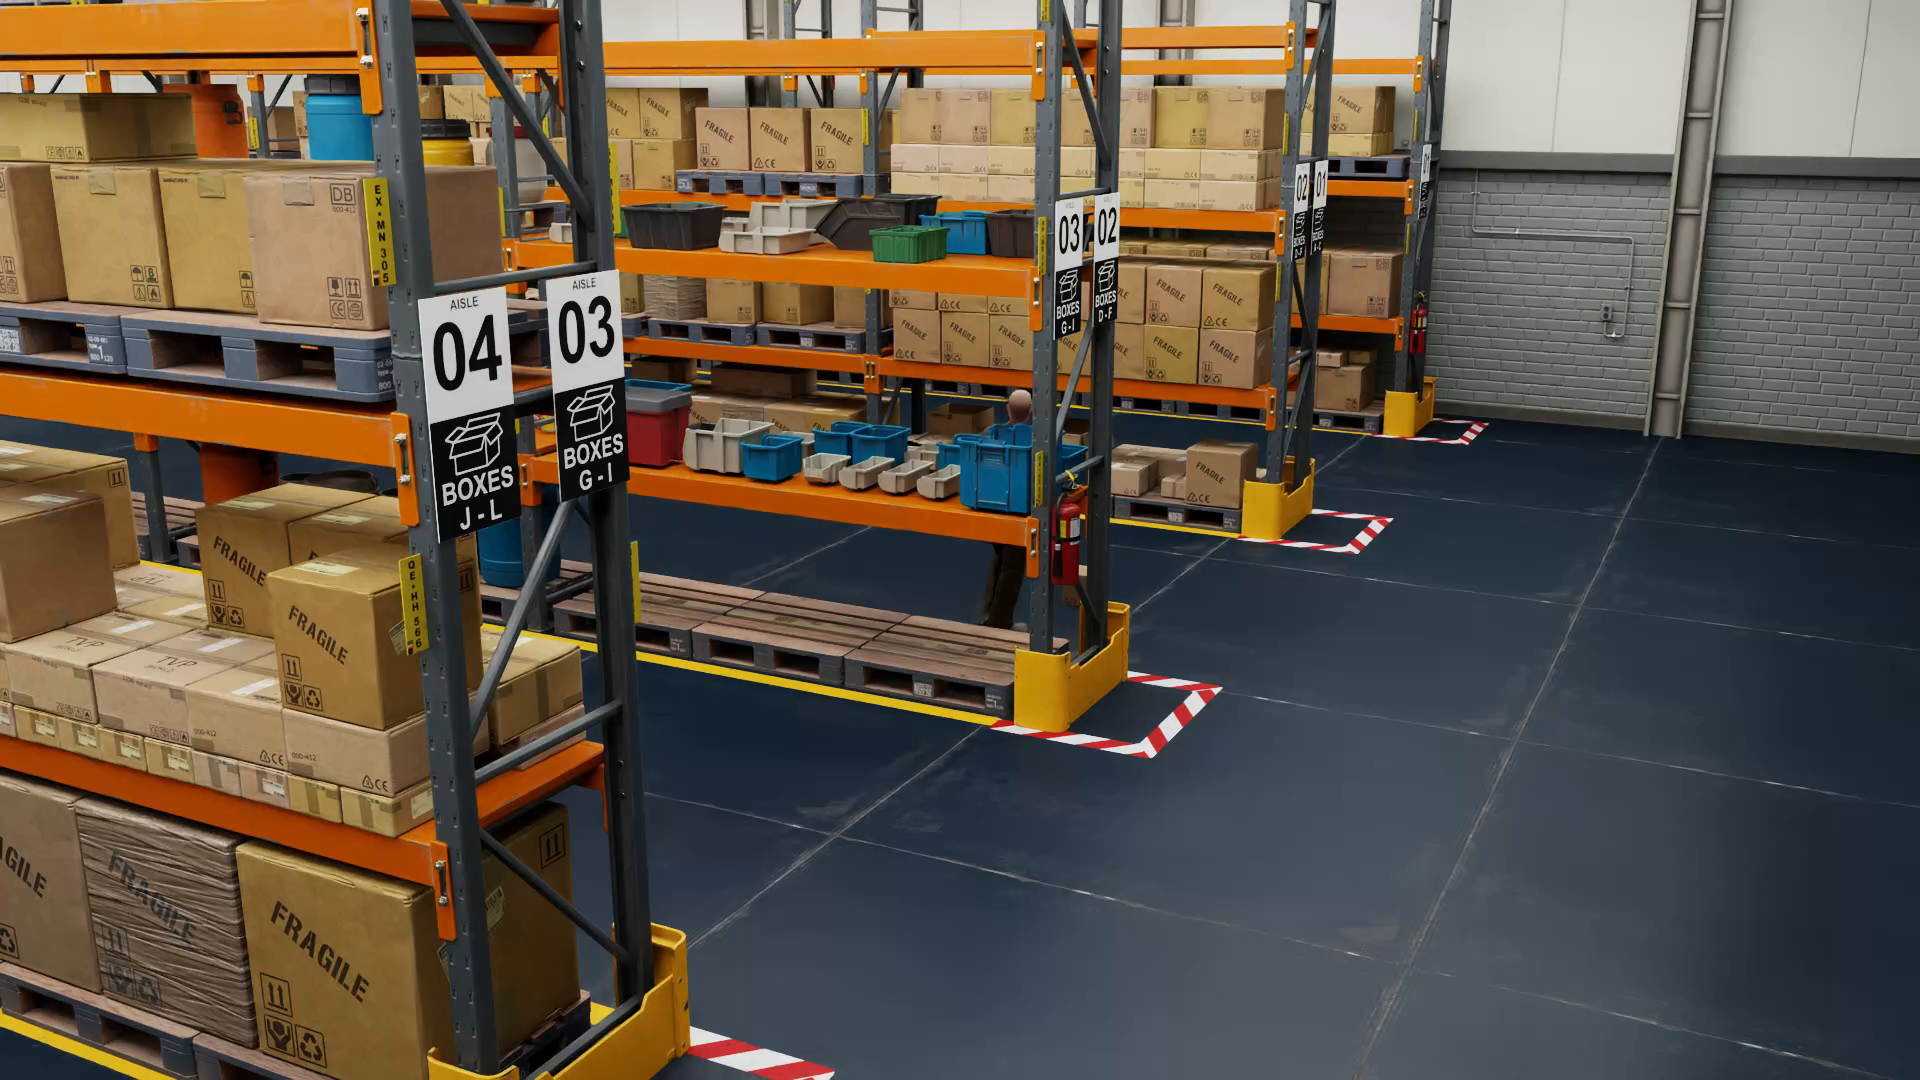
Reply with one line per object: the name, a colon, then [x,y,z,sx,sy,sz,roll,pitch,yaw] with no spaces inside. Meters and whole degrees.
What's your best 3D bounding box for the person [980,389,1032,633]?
person: [0.365,-0.166,11.743,0.628,1.797,0.546,10,18,33]
